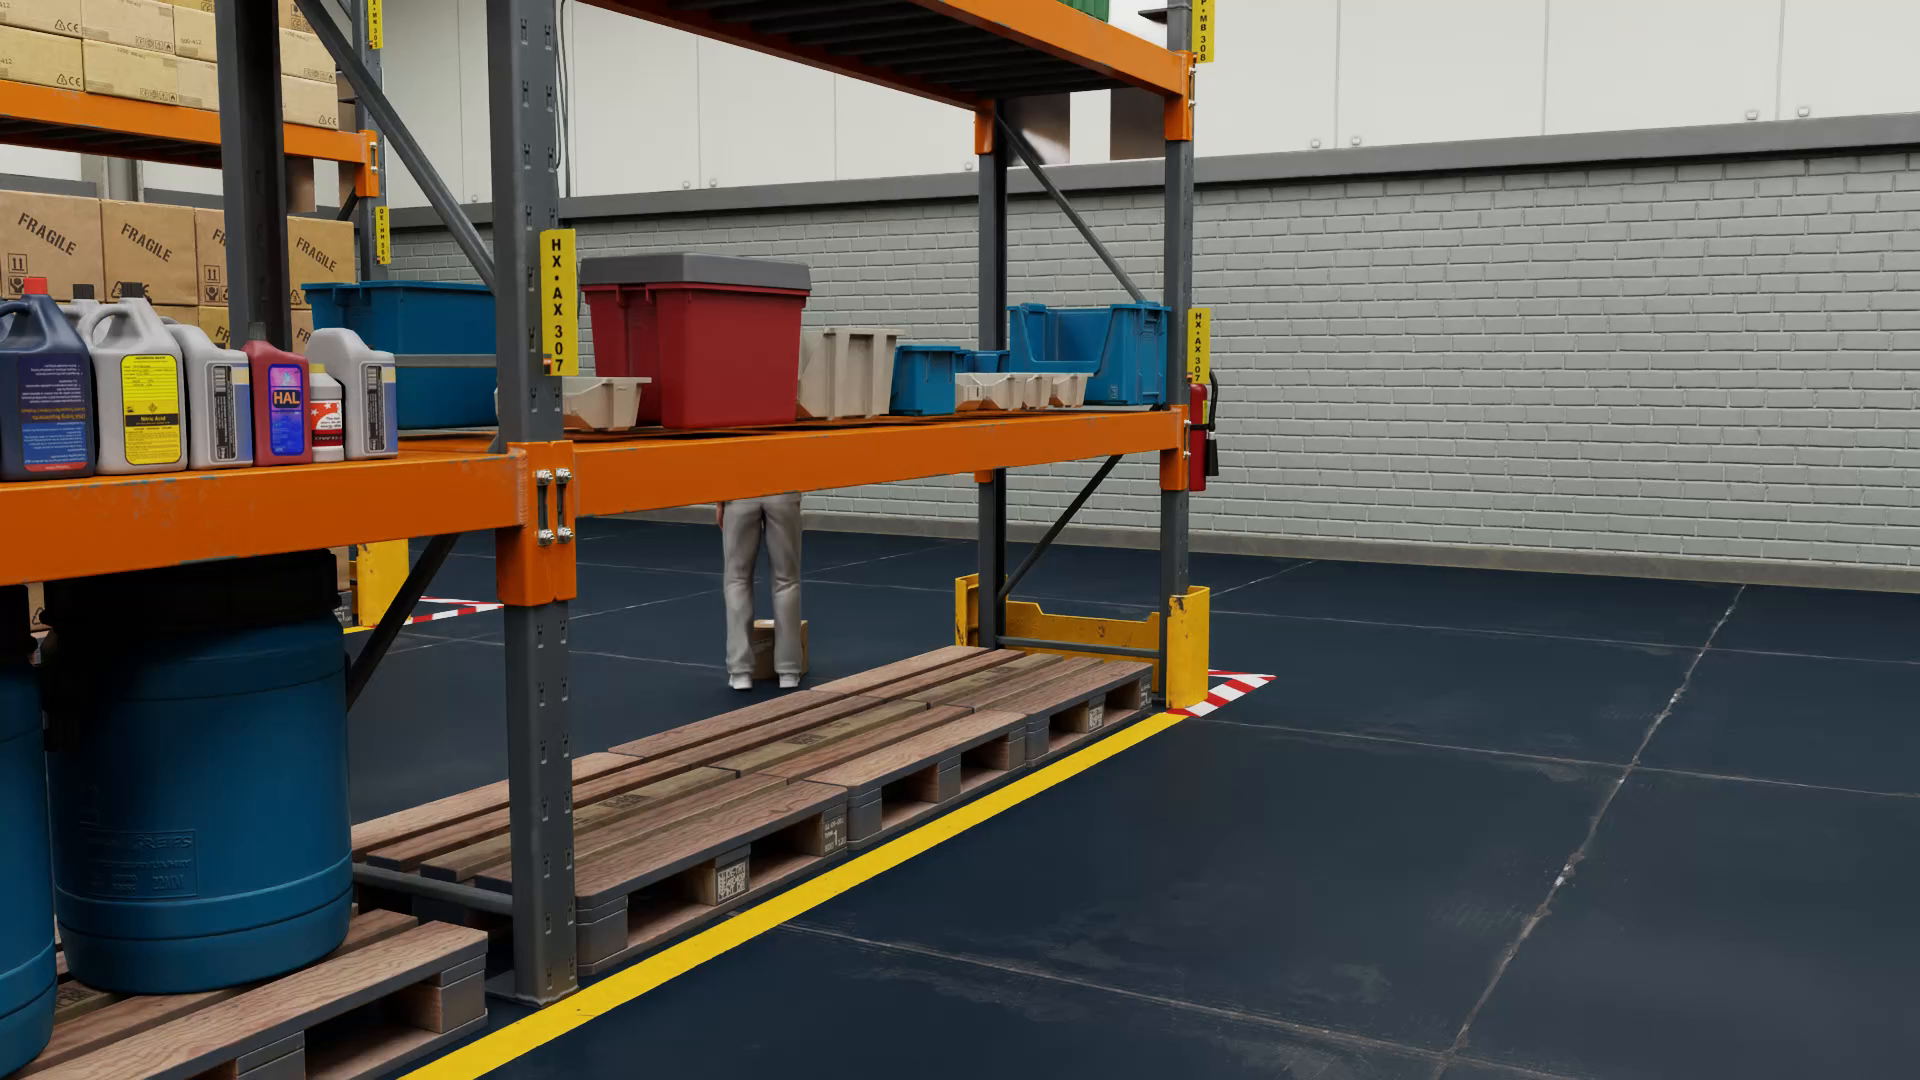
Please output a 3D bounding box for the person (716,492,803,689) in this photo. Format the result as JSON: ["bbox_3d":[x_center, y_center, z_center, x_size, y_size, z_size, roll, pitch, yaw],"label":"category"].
[{"bbox_3d":[-0.937,-0.140,7.725,0.444,1.671,0.358,-1,6,-7],"label":"person"}]
